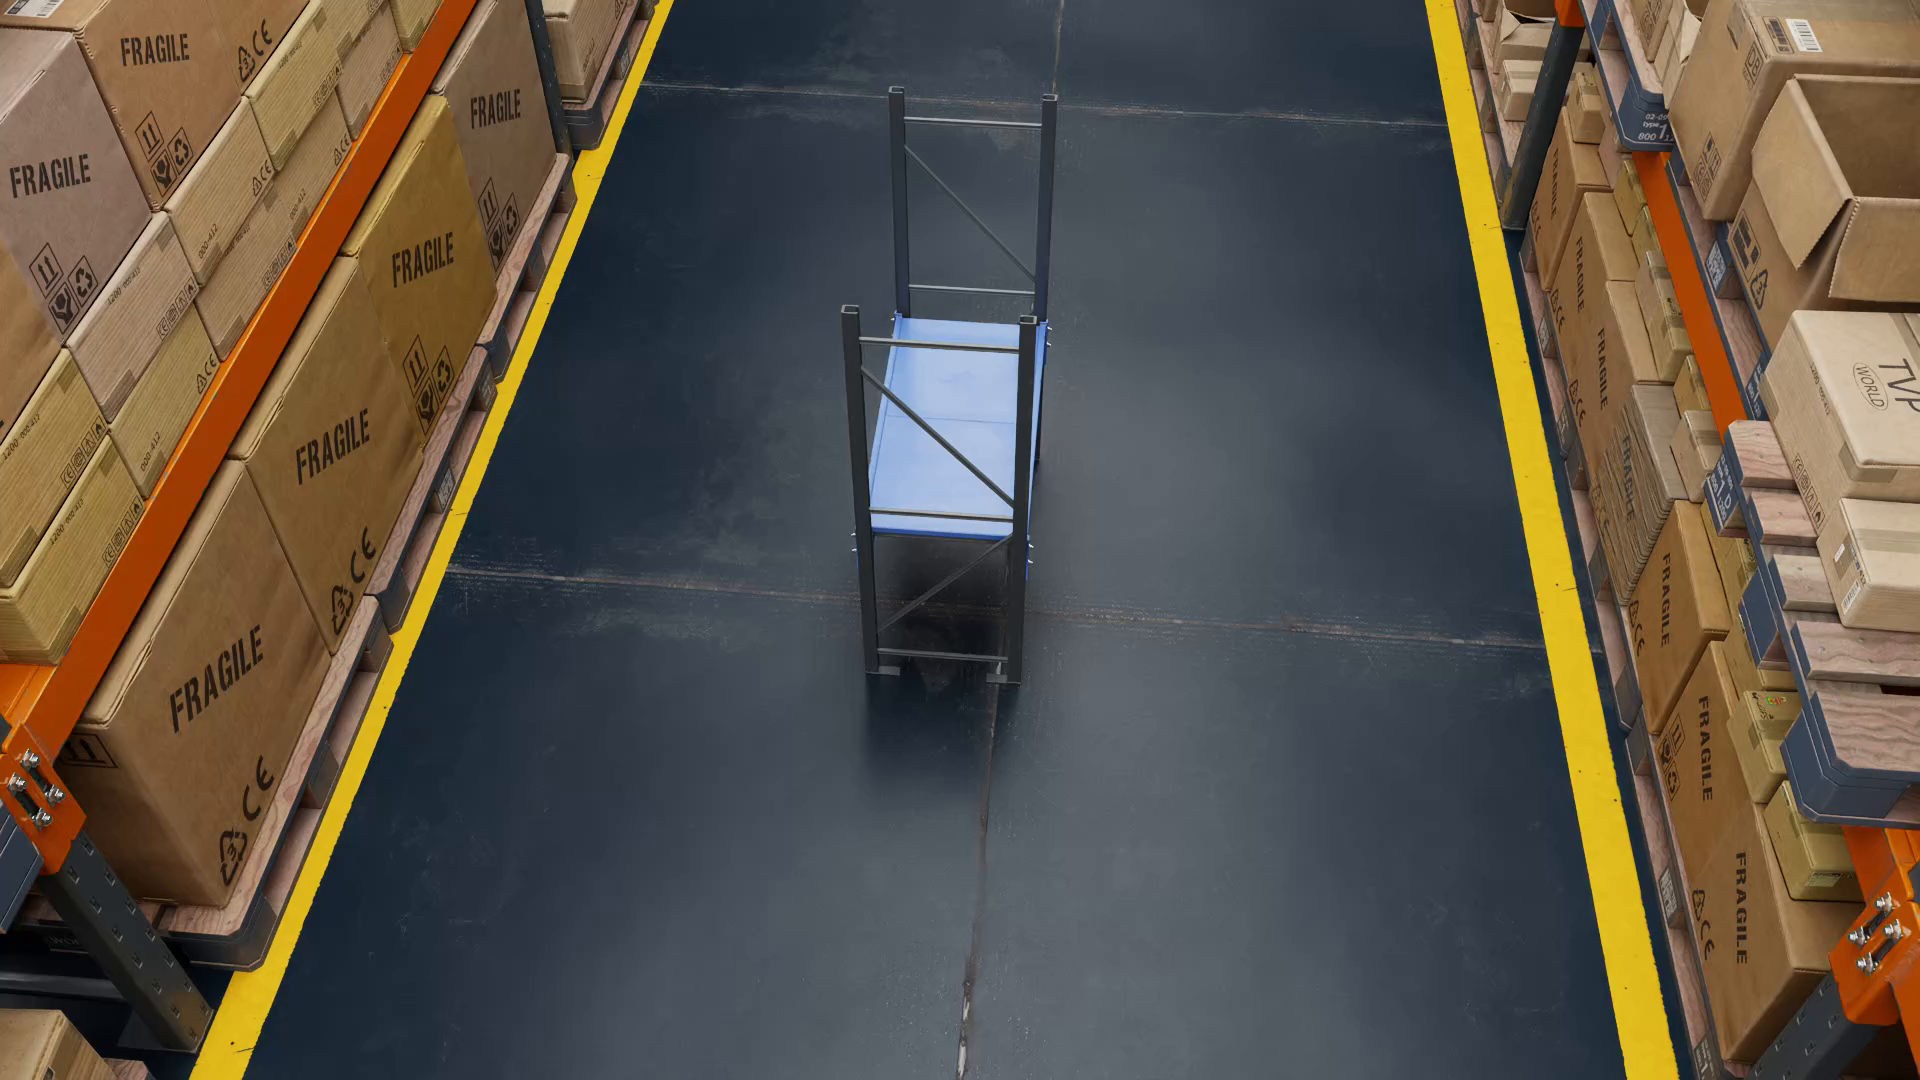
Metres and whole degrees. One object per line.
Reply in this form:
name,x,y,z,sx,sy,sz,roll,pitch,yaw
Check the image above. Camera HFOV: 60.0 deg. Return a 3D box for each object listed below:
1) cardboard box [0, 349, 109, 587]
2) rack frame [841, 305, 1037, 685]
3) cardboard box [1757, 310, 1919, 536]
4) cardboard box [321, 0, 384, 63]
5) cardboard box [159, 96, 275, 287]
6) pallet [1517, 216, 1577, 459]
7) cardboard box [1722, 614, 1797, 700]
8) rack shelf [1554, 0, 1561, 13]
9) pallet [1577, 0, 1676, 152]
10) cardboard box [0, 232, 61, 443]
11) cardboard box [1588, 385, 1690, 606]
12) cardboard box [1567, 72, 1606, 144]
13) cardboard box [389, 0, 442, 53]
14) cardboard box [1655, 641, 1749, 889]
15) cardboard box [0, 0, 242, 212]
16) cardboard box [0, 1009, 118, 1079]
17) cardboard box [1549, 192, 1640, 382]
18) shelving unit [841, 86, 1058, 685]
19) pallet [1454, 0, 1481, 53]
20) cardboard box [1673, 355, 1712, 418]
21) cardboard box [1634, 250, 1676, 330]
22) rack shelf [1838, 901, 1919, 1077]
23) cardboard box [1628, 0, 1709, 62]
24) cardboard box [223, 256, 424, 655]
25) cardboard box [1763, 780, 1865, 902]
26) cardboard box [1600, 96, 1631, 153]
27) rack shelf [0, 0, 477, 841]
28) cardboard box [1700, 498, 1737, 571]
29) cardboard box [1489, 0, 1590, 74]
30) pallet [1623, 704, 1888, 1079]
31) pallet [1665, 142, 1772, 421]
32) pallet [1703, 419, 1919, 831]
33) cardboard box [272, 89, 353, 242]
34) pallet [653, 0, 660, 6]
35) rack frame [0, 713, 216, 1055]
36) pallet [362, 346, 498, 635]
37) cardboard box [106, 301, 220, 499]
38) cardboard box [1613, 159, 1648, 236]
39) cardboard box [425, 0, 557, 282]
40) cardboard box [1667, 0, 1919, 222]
cardboard box,-2.254,-0.178,3.643,0.500,0.250,0.500,4,48,3
rack frame,-0.054,-0.070,4.798,0.500,1.500,0.032,4,48,4
cardboard box,2.171,-0.261,3.773,0.500,0.250,0.500,2,48,2
cardboard box,-2.059,-1.672,5.009,0.500,0.250,0.500,5,48,4
cardboard box,-2.148,-0.923,4.324,0.500,0.250,0.500,4,48,3
pallet,2.725,-0.771,6.312,1.003,0.211,1.213,4,48,4
cardboard box,2.252,0.337,4.379,0.380,0.149,0.250,2,48,2
rack shelf,2.944,-3.539,7.442,1.077,0.370,4.000,4,48,4
pallet,2.580,-1.667,5.372,1.003,0.211,1.213,4,48,4
cardboard box,-2.258,-0.421,3.357,0.500,0.500,0.500,2,48,2
cardboard box,2.351,-0.131,5.246,0.500,0.500,0.500,2,48,2
cardboard box,2.464,-1.583,6.135,0.380,0.149,0.250,6,48,5
cardboard box,-2.019,-1.872,5.531,0.500,0.250,0.500,3,48,3
cardboard box,2.277,0.637,4.544,0.500,0.500,0.500,3,48,3
cardboard box,-2.160,-1.165,4.038,0.500,0.500,0.500,5,48,5
cardboard box,-2.608,1.456,3.882,0.950,0.372,0.625,1,48,1
cardboard box,2.455,-0.878,5.930,0.500,0.500,0.500,3,48,3
shelving unit,-0.008,-0.443,5.139,0.538,1.500,1.048,4,48,4
pallet,2.934,-2.774,8.145,1.003,0.211,1.213,4,48,4
cardboard box,2.412,-0.419,5.071,0.380,0.149,0.250,4,48,4
cardboard box,2.432,-0.802,5.420,0.380,0.149,0.250,4,48,3
rack shelf,2.215,2.340,2.065,1.077,0.370,4.000,4,48,4
cardboard box,2.447,-1.767,4.981,0.700,0.500,0.500,4,48,4
cardboard box,-2.315,-0.286,5.134,0.875,0.875,0.875,4,48,4
cardboard box,2.190,0.730,4.019,0.380,0.149,0.250,2,48,2
cardboard box,2.488,-1.490,5.848,0.380,0.149,0.250,2,48,2
rack shelf,-2.364,-0.931,5.056,1.077,0.370,4.000,4,48,4
cardboard box,2.343,-0.037,4.721,0.380,0.149,0.250,3,48,3
cardboard box,2.552,-2.223,7.318,0.396,0.266,0.258,5,48,5
pallet,2.503,1.022,4.672,1.003,0.211,1.213,4,48,4
pallet,2.570,-0.737,4.522,1.003,0.211,1.213,4,48,4
pallet,2.389,0.189,3.674,1.213,0.211,1.003,4,48,4
cardboard box,-2.127,-1.122,4.845,0.500,0.250,0.500,4,48,4
pallet,-1.926,-3.154,8.492,1.003,0.211,1.213,4,48,4
rack frame,-2.546,0.296,3.446,1.000,3.000,0.127,4,48,4
pallet,-2.286,-0.231,5.818,1.003,0.211,1.213,4,48,4
cardboard box,-2.222,-0.374,4.161,0.500,0.250,0.500,3,48,2
cardboard box,2.504,-1.185,5.771,0.380,0.149,0.250,2,48,2
cardboard box,-2.159,-1.607,6.342,0.875,0.875,0.875,5,48,5
cardboard box,2.376,-1.190,4.453,0.700,0.500,0.500,4,48,3
